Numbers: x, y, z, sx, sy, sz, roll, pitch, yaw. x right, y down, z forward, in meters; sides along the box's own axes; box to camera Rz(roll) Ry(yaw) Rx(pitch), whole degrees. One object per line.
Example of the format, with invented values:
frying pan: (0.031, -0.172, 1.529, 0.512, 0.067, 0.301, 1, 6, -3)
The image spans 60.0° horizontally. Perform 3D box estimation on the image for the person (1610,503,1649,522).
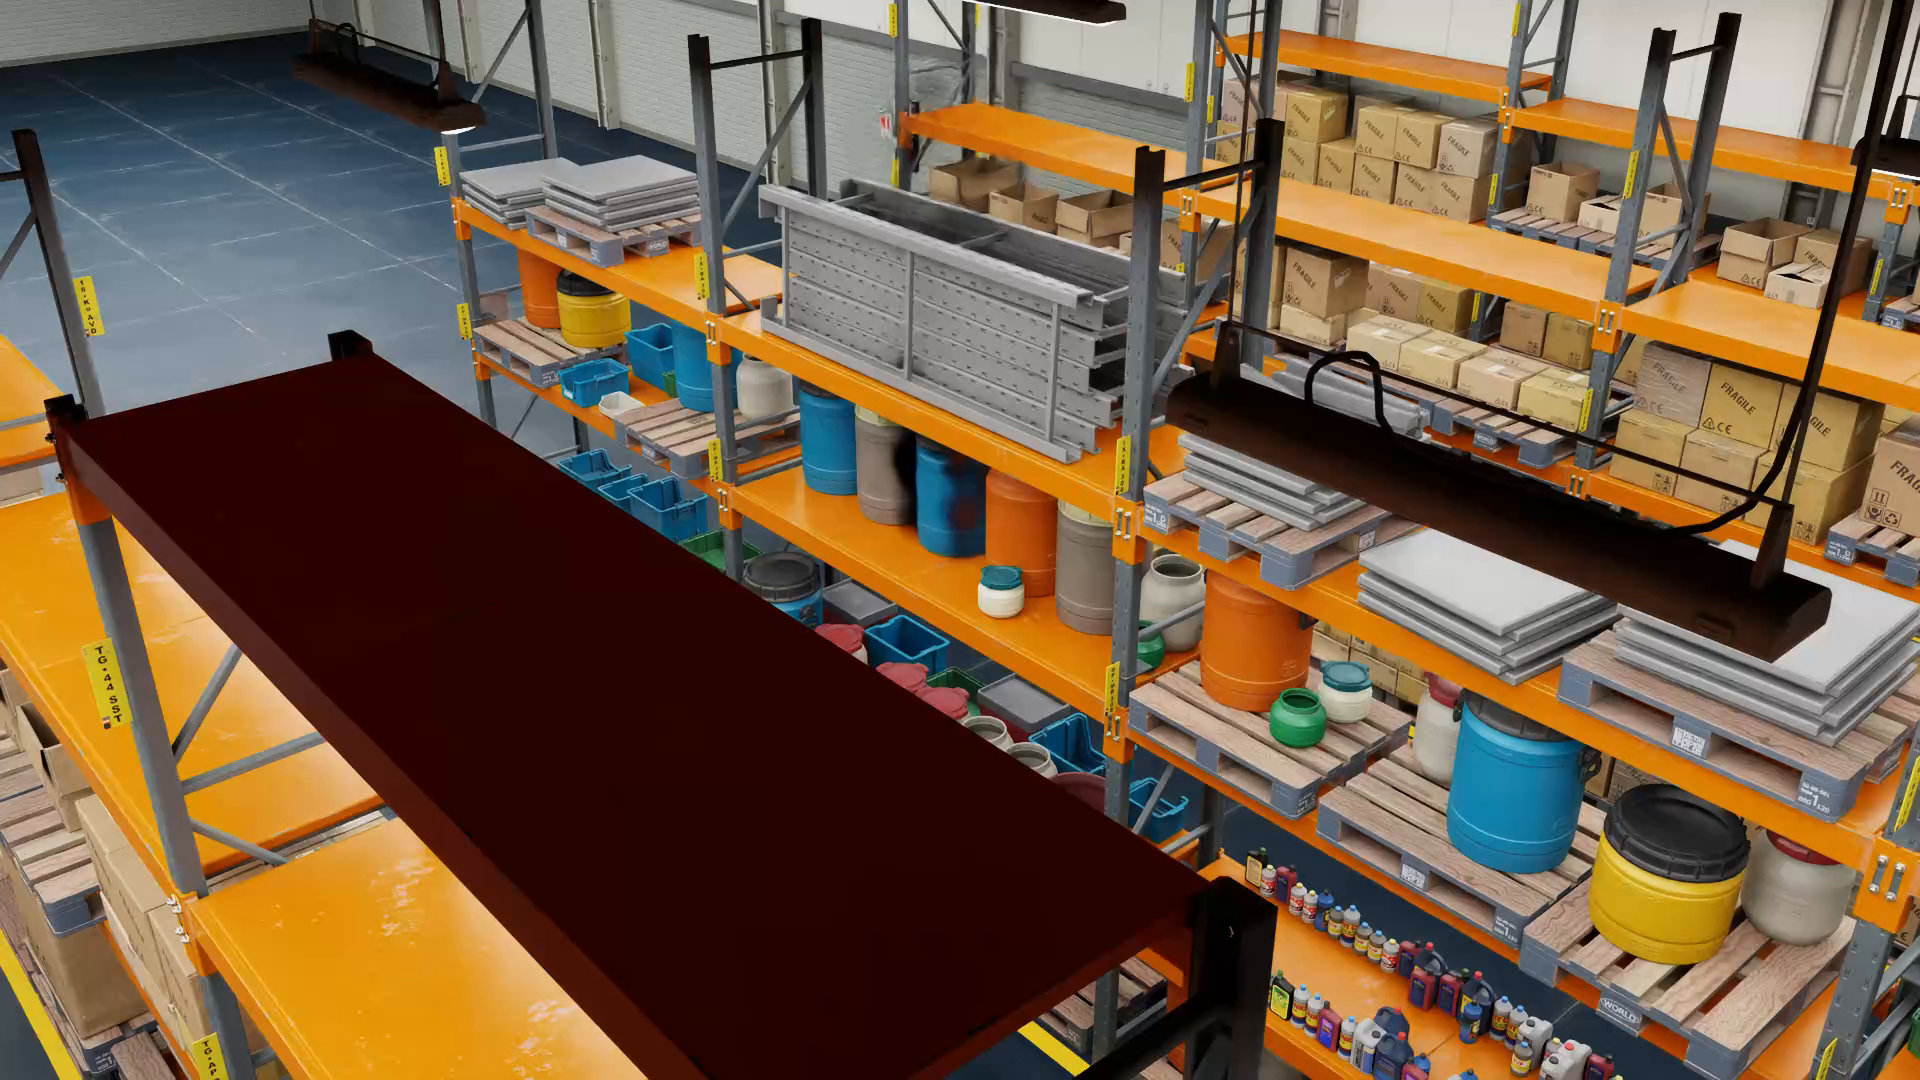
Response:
person: (6.266, -0.074, 15.748, 0.705, 1.824, 0.632, 22, 34, 36)
